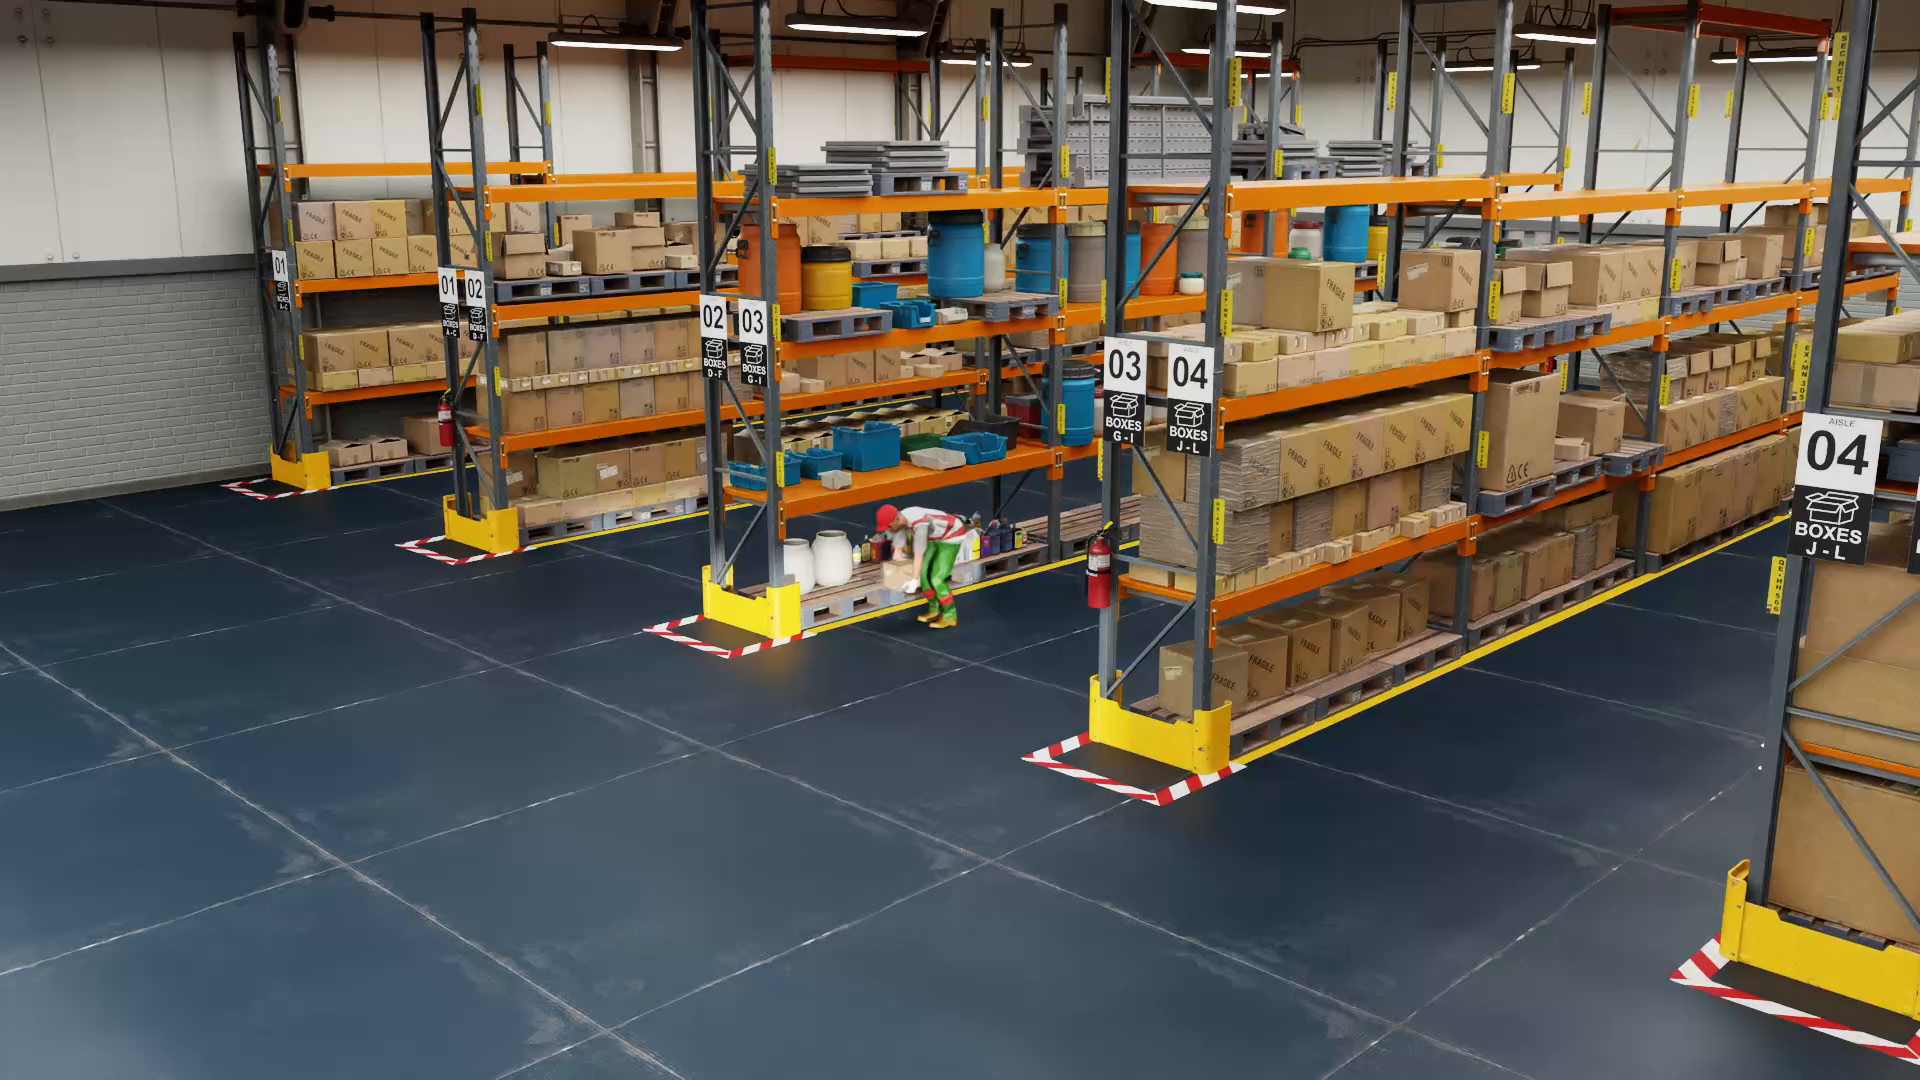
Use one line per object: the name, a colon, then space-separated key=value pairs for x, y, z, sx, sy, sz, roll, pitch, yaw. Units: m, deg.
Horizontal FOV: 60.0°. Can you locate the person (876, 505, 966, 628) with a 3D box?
person: x=-0.391 y=0.231 z=16.110 sx=0.928 sy=1.257 sz=0.507 roll=-8 pitch=15 yaw=-28
